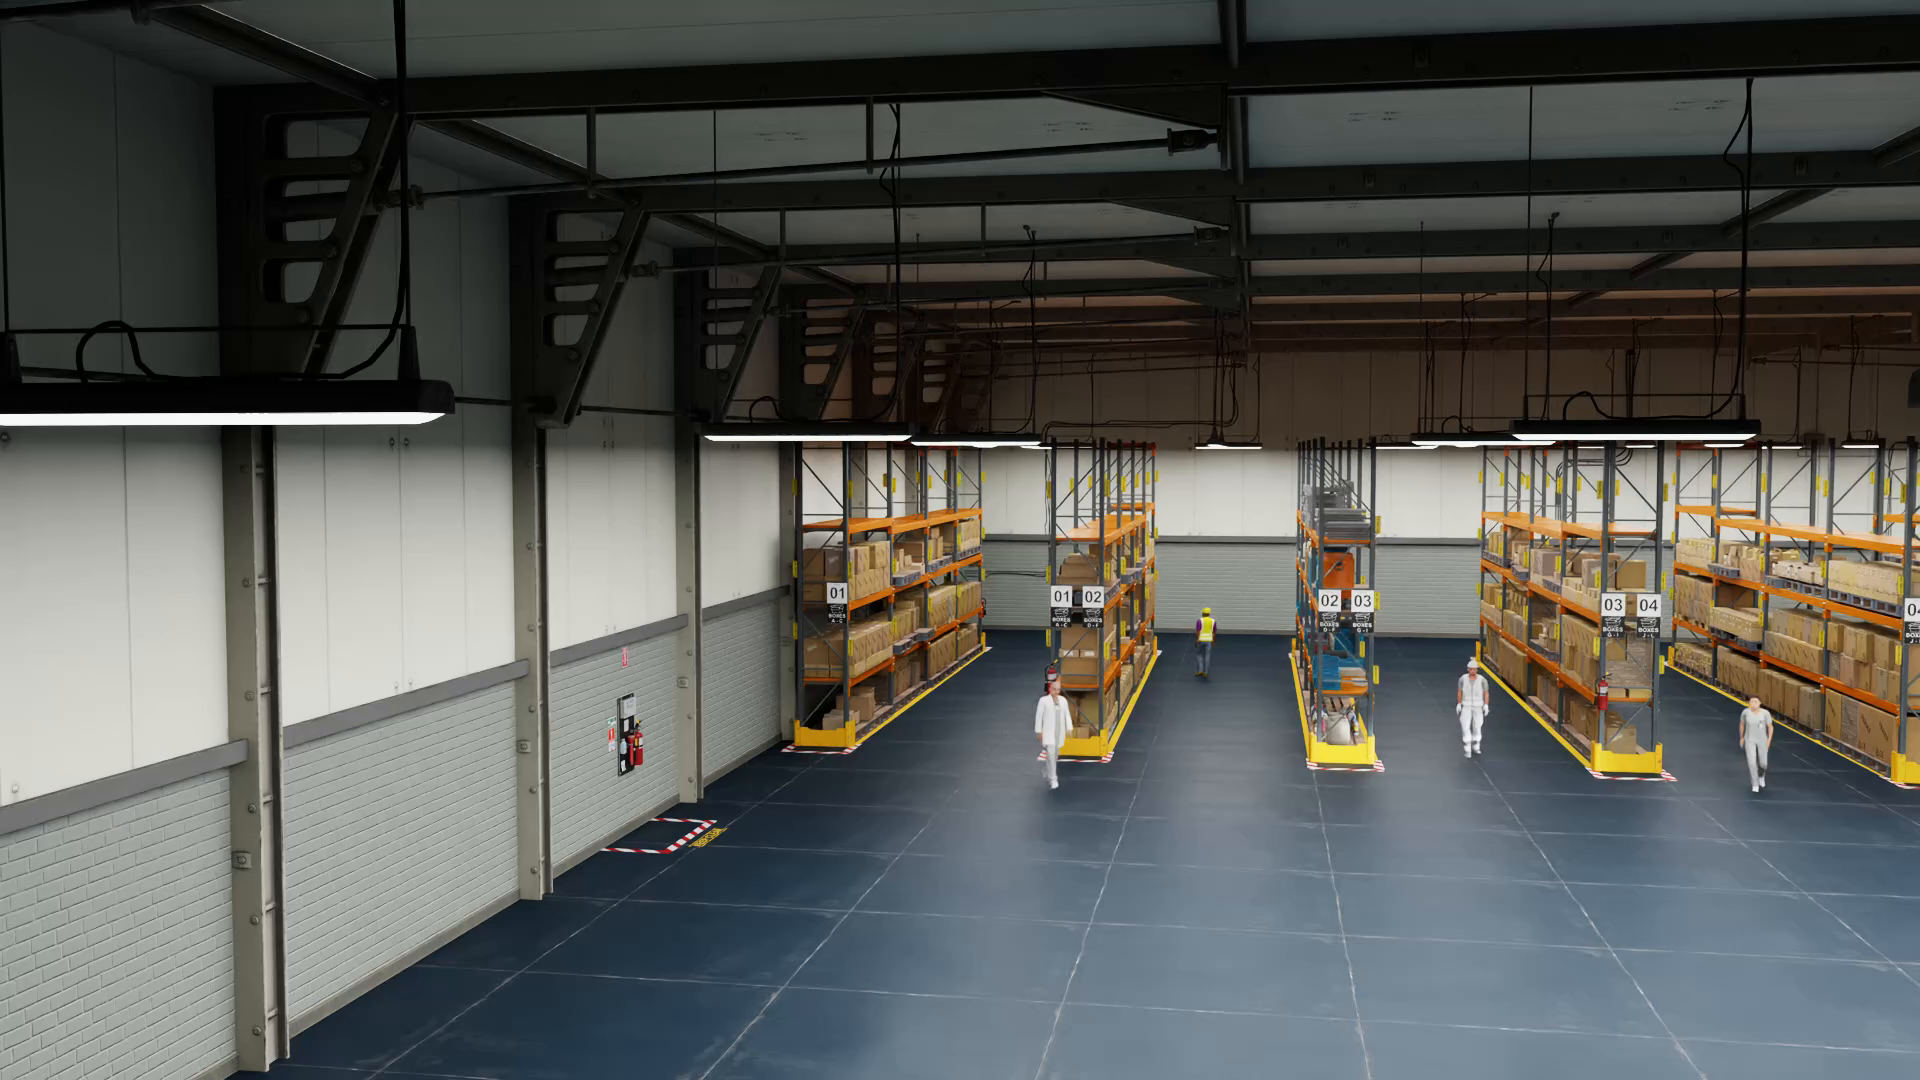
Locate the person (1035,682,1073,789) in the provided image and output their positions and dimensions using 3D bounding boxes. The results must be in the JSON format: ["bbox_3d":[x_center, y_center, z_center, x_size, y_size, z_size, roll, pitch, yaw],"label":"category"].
[{"bbox_3d":[1.641,3.313,28.553,0.593,1.751,0.903,-2,3,-29],"label":"person"}]

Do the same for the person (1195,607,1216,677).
[{"bbox_3d":[6.267,2.623,42.408,0.554,1.809,0.602,0,3,2],"label":"person"}]

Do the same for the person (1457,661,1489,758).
[{"bbox_3d":[9.666,3.188,31.353,0.597,1.842,0.535,1,3,21],"label":"person"}]

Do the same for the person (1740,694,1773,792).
[{"bbox_3d":[13.504,3.411,28.202,0.503,1.652,0.600,1,3,26],"label":"person"}]
